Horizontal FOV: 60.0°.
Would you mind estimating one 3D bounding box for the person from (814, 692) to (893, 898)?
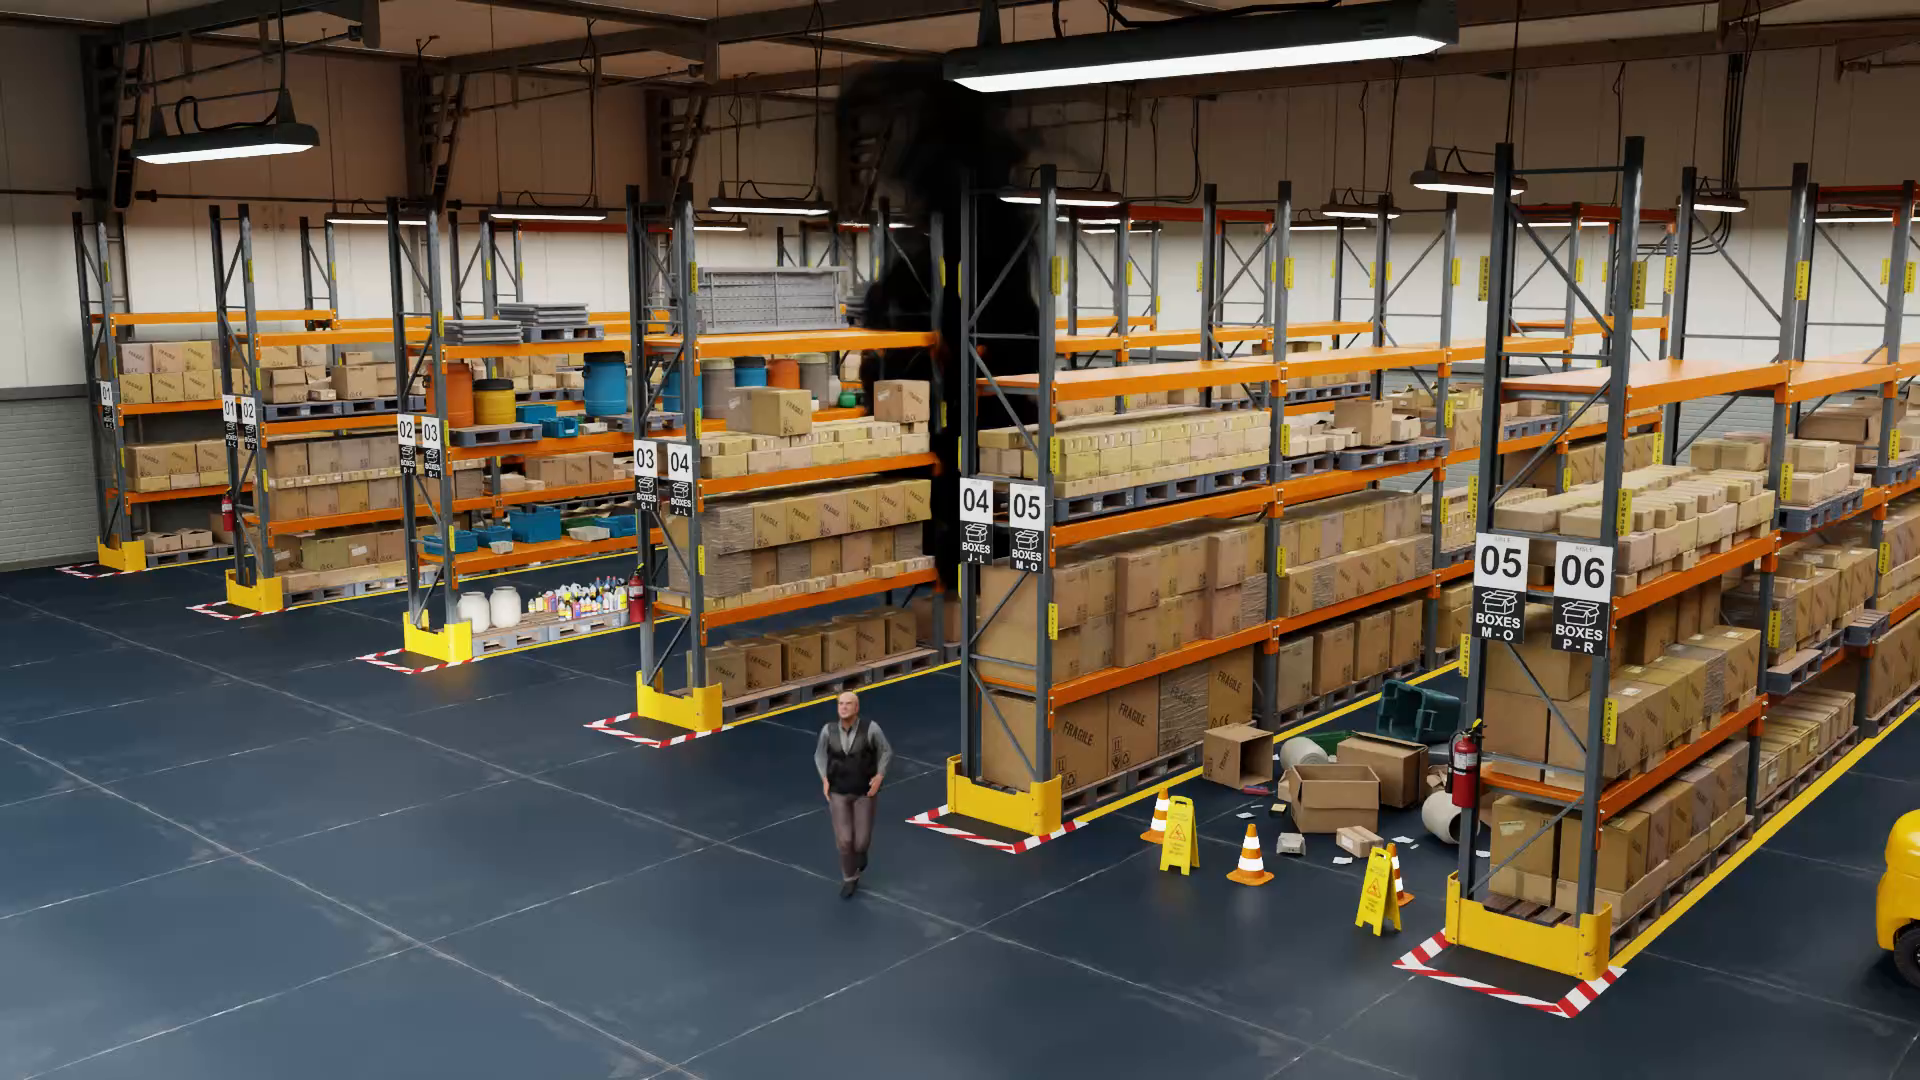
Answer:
[{"bbox_3d":[-0.889,2.081,13.775,0.660,1.690,0.517,1,10,5],"label":"person"}]

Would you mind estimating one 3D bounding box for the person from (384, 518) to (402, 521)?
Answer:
[{"bbox_3d":[-9.994,-0.506,29.191,0.593,1.660,0.624,5,11,29],"label":"person"}]
